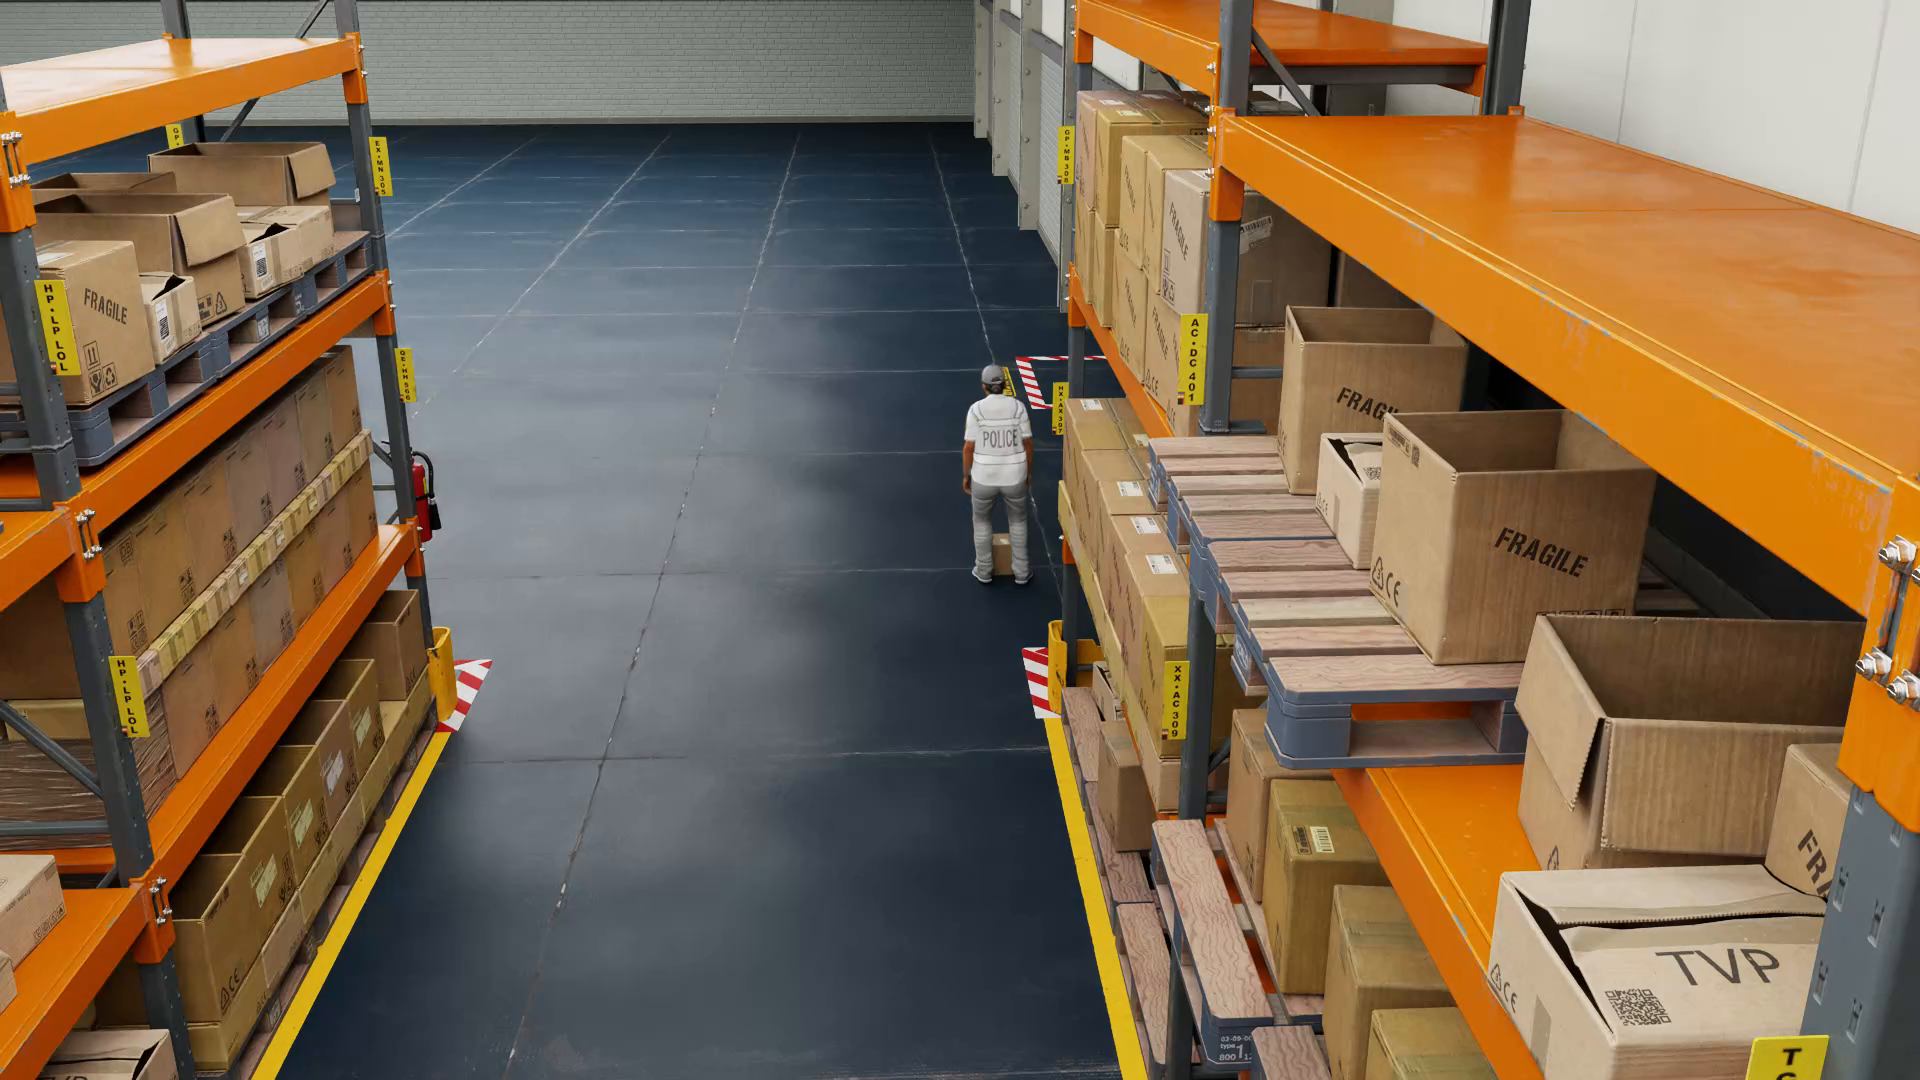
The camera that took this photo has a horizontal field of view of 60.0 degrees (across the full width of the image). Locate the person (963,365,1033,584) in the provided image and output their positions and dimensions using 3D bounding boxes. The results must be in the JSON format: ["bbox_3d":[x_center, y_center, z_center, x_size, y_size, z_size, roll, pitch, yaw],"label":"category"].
[{"bbox_3d":[0.290,-0.474,12.335,0.557,1.665,0.467,-2,21,-6],"label":"person"}]
